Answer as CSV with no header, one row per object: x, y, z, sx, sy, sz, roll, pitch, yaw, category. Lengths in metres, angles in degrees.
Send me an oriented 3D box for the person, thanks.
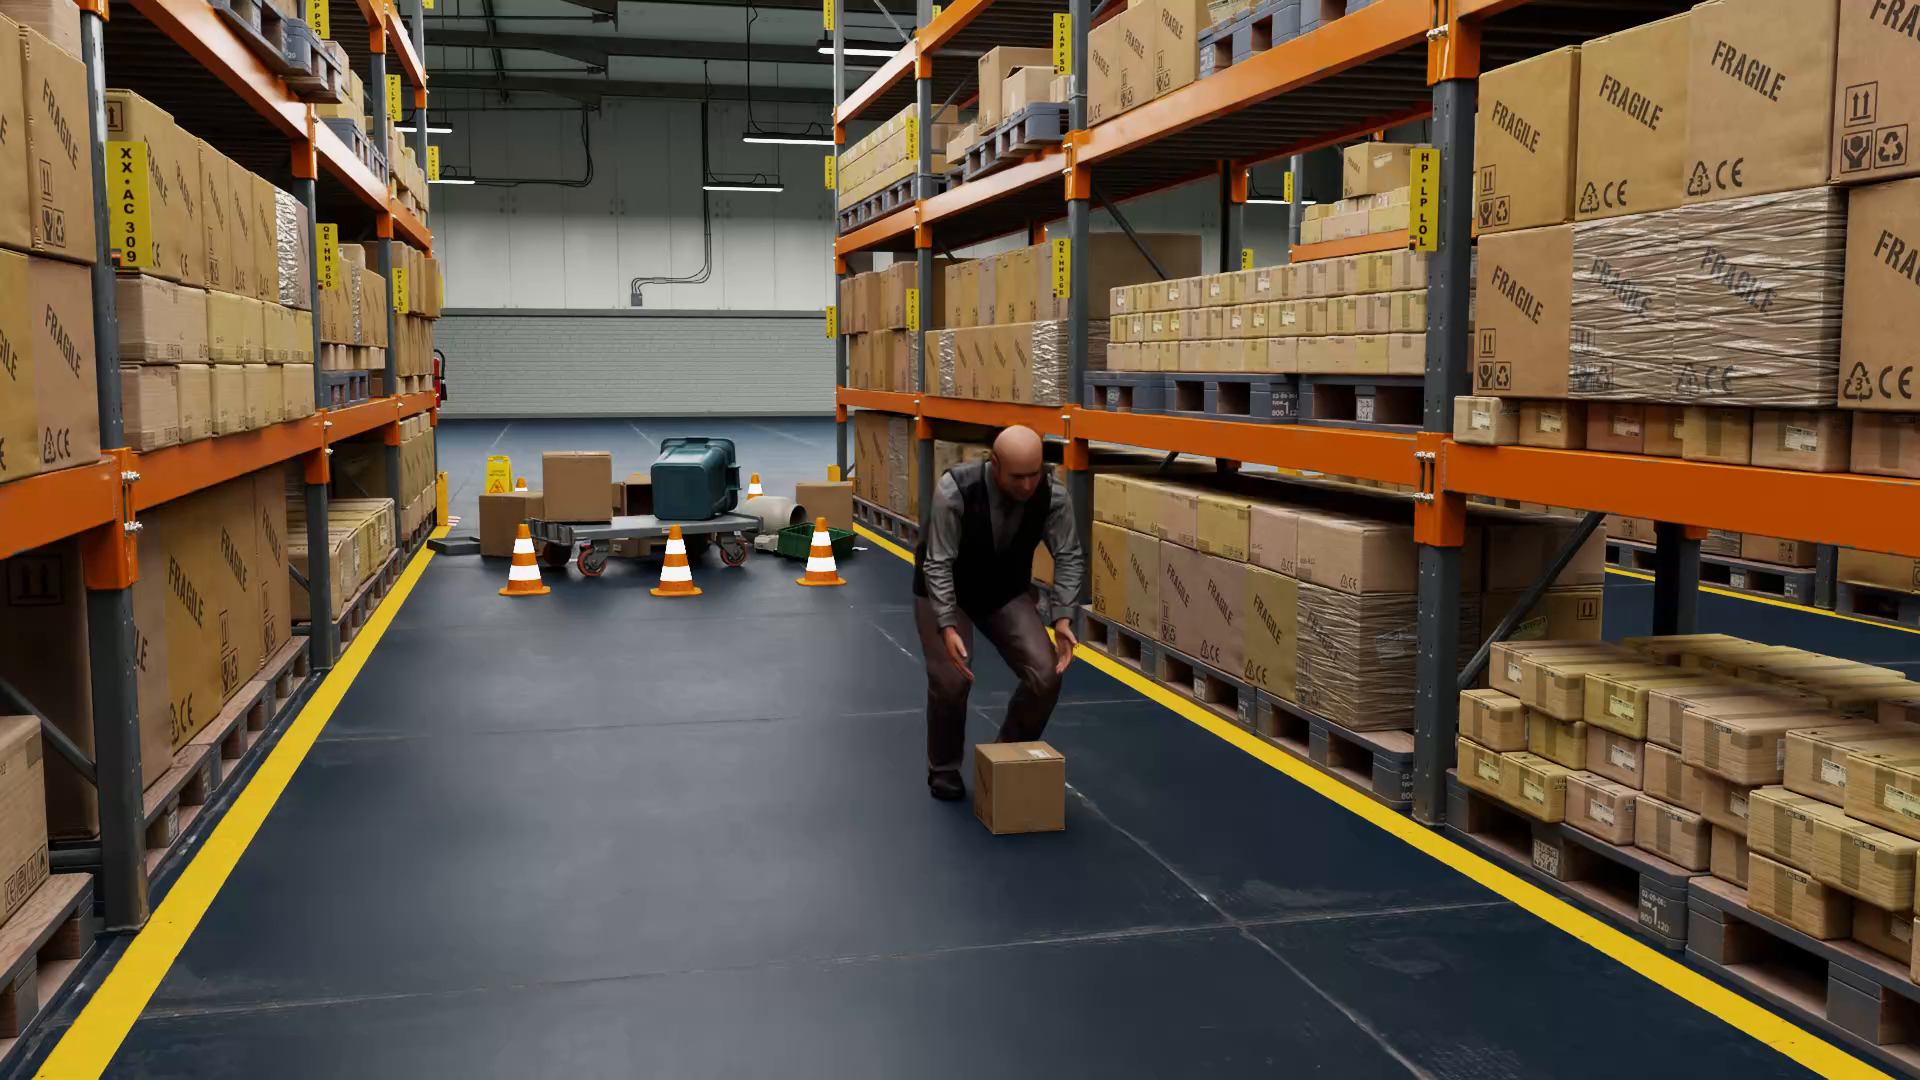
0.129,0.252,5.996,0.590,1.345,0.742,-1,6,-14,person
